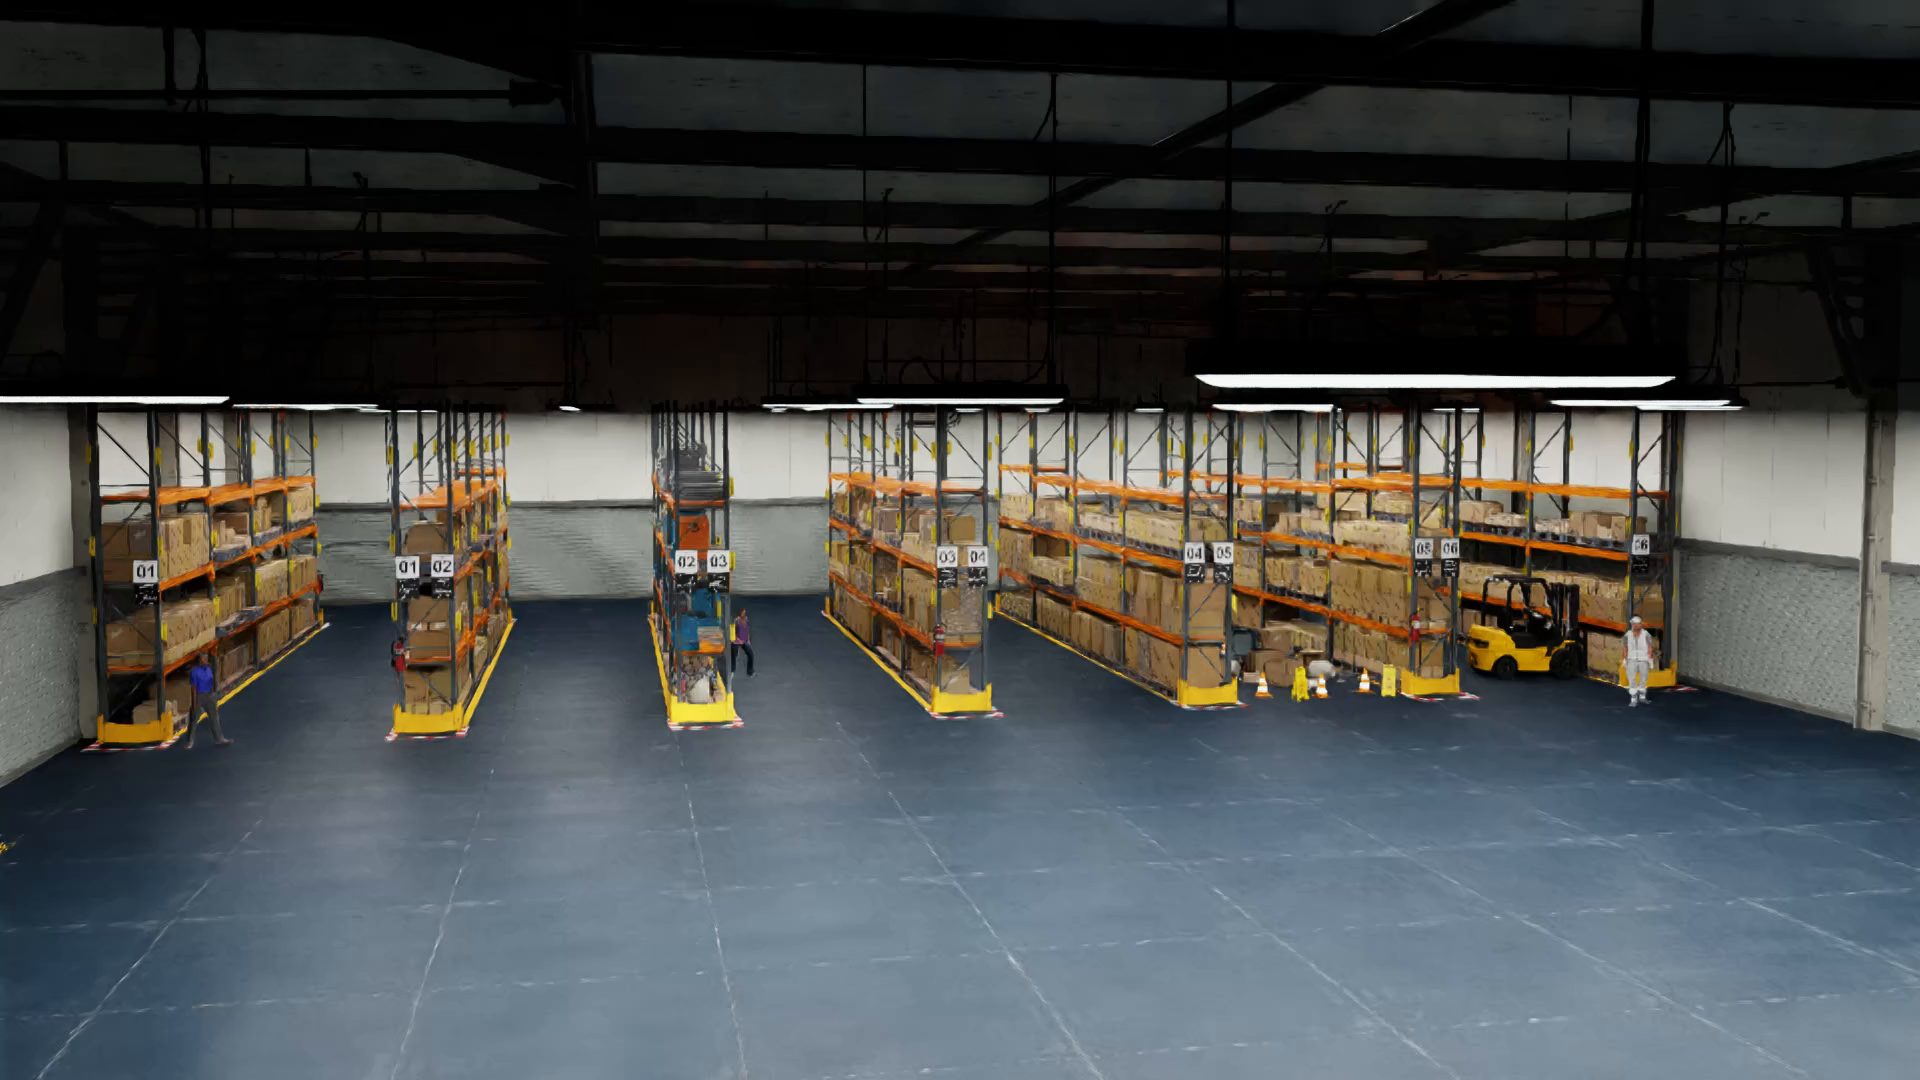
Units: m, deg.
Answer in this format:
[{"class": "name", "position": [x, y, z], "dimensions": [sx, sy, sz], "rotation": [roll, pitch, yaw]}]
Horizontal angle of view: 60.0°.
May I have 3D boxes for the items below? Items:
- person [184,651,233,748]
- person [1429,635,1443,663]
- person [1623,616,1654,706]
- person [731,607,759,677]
[{"class": "person", "position": [-13.008, 2.729, 28.654], "dimensions": [0.559, 1.647, 0.697], "rotation": [2, 5, 26]}, {"class": "person", "position": [10.767, 2.060, 37.927], "dimensions": [0.502, 1.598, 0.511], "rotation": [1, 4, 14]}, {"class": "person", "position": [13.375, 2.372, 32.792], "dimensions": [0.575, 1.775, 0.574], "rotation": [2, 5, 24]}, {"class": "person", "position": [-4.762, 2.222, 36.124], "dimensions": [0.548, 1.546, 0.688], "rotation": [-3, 5, -35]}]
